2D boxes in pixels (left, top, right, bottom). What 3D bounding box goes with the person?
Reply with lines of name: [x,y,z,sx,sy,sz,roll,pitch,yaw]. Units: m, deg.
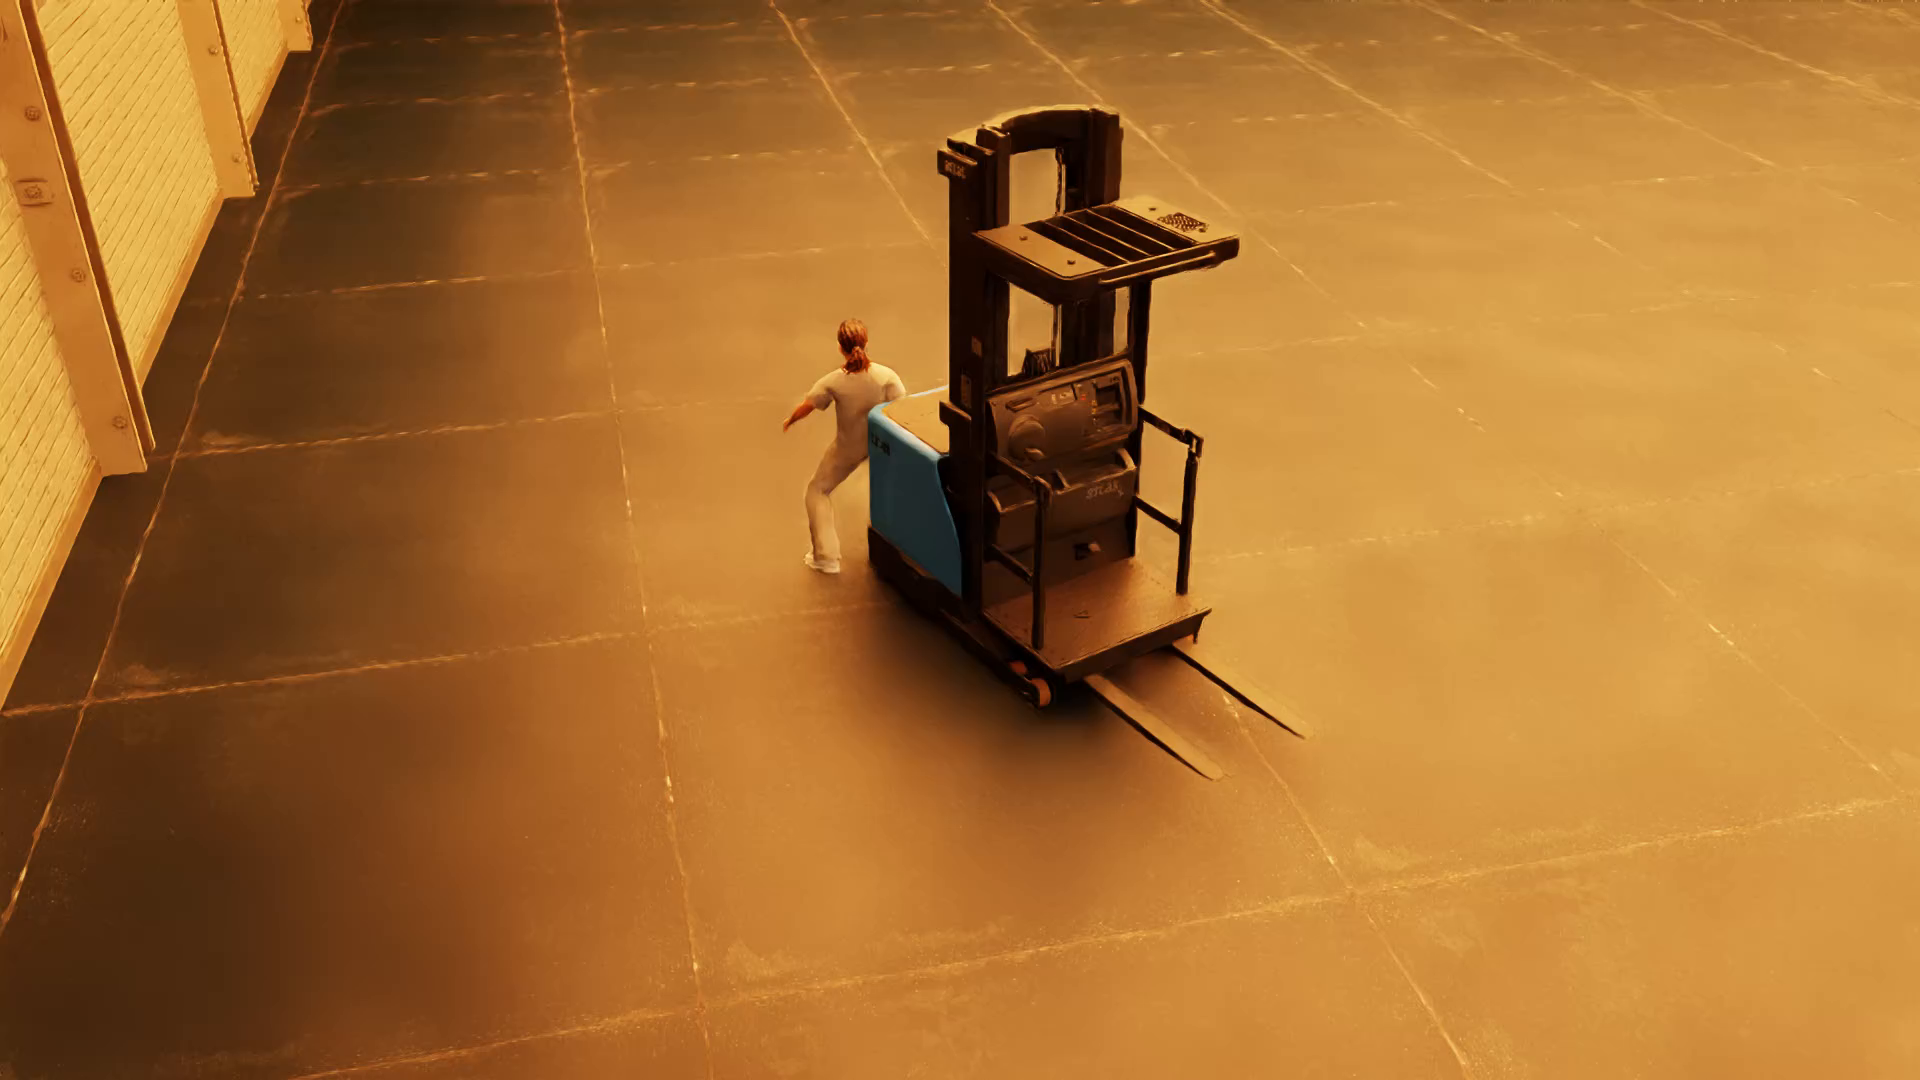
person: [-0.632,-0.613,10.065,0.860,1.542,0.687,-4,30,-7]

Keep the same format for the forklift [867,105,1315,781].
forklift: [0.675,-0.636,8.672,1.130,2.935,3.031,-18,35,-29]
